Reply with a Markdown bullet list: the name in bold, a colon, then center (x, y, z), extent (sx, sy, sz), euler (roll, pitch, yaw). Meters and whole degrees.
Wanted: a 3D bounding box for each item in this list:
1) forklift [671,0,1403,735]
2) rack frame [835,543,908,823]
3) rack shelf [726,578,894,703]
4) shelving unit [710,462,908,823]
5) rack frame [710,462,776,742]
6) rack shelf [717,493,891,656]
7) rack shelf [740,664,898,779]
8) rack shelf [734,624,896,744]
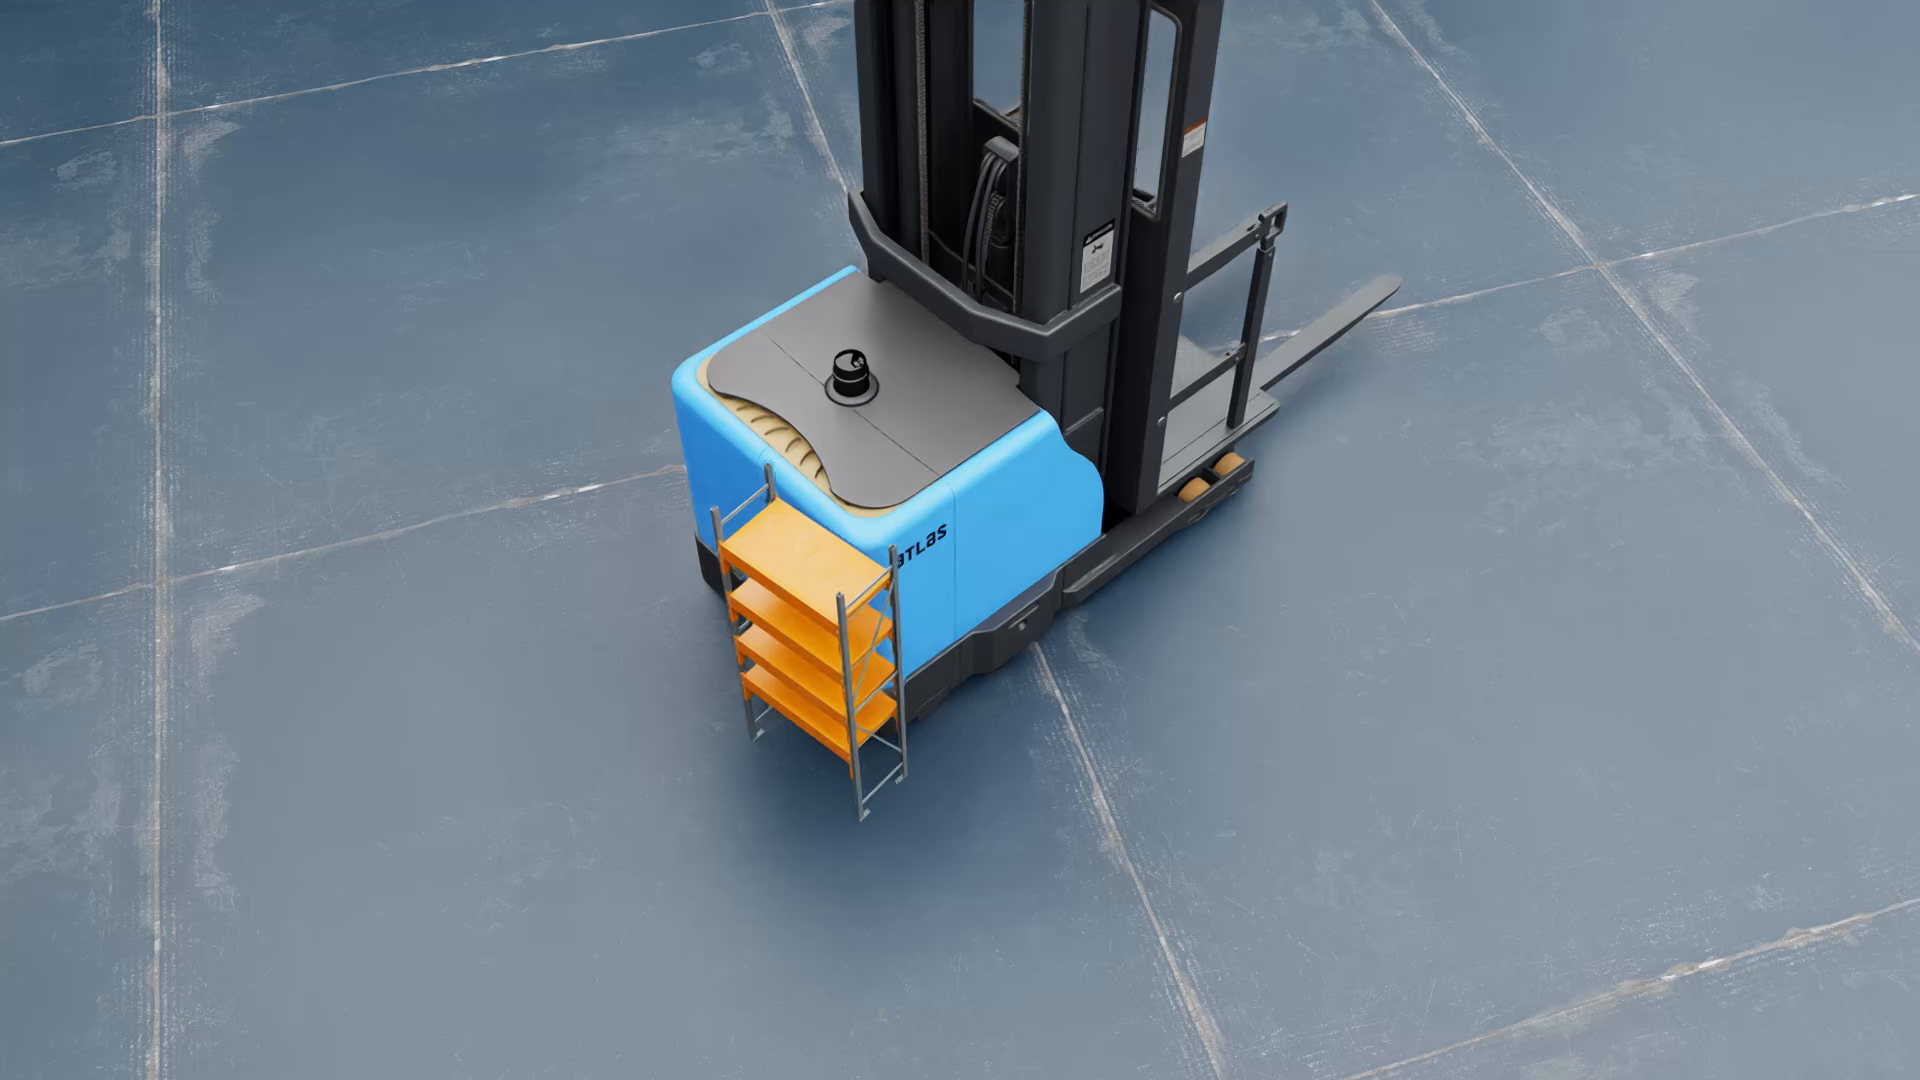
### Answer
- **forklift**: center (0.486, -1.284, 5.415), extent (3.031, 2.935, 1.130), euler (-35, 58, -26)
- **rack frame**: center (-0.259, 0.469, 5.069), extent (0.015, 1.200, 0.240), euler (33, 57, 24)
- **rack shelf**: center (-0.446, 0.249, 5.051), extent (0.480, 0.148, 0.258), euler (33, 57, 24)
- **shelving unit**: center (-0.446, 0.350, 5.170), extent (0.503, 1.200, 0.258), euler (33, 57, 24)
- **rack frame**: center (-0.633, 0.230, 5.271), extent (0.015, 1.200, 0.240), euler (33, 57, 24)
- **rack shelf**: center (-0.446, 0.097, 4.870), extent (0.480, 0.148, 0.258), euler (33, 57, 24)
- **rack shelf**: center (-0.445, 0.521, 5.374), extent (0.480, 0.148, 0.258), euler (33, 57, 24)
- **rack shelf**: center (-0.446, 0.393, 5.222), extent (0.480, 0.148, 0.258), euler (33, 57, 24)
